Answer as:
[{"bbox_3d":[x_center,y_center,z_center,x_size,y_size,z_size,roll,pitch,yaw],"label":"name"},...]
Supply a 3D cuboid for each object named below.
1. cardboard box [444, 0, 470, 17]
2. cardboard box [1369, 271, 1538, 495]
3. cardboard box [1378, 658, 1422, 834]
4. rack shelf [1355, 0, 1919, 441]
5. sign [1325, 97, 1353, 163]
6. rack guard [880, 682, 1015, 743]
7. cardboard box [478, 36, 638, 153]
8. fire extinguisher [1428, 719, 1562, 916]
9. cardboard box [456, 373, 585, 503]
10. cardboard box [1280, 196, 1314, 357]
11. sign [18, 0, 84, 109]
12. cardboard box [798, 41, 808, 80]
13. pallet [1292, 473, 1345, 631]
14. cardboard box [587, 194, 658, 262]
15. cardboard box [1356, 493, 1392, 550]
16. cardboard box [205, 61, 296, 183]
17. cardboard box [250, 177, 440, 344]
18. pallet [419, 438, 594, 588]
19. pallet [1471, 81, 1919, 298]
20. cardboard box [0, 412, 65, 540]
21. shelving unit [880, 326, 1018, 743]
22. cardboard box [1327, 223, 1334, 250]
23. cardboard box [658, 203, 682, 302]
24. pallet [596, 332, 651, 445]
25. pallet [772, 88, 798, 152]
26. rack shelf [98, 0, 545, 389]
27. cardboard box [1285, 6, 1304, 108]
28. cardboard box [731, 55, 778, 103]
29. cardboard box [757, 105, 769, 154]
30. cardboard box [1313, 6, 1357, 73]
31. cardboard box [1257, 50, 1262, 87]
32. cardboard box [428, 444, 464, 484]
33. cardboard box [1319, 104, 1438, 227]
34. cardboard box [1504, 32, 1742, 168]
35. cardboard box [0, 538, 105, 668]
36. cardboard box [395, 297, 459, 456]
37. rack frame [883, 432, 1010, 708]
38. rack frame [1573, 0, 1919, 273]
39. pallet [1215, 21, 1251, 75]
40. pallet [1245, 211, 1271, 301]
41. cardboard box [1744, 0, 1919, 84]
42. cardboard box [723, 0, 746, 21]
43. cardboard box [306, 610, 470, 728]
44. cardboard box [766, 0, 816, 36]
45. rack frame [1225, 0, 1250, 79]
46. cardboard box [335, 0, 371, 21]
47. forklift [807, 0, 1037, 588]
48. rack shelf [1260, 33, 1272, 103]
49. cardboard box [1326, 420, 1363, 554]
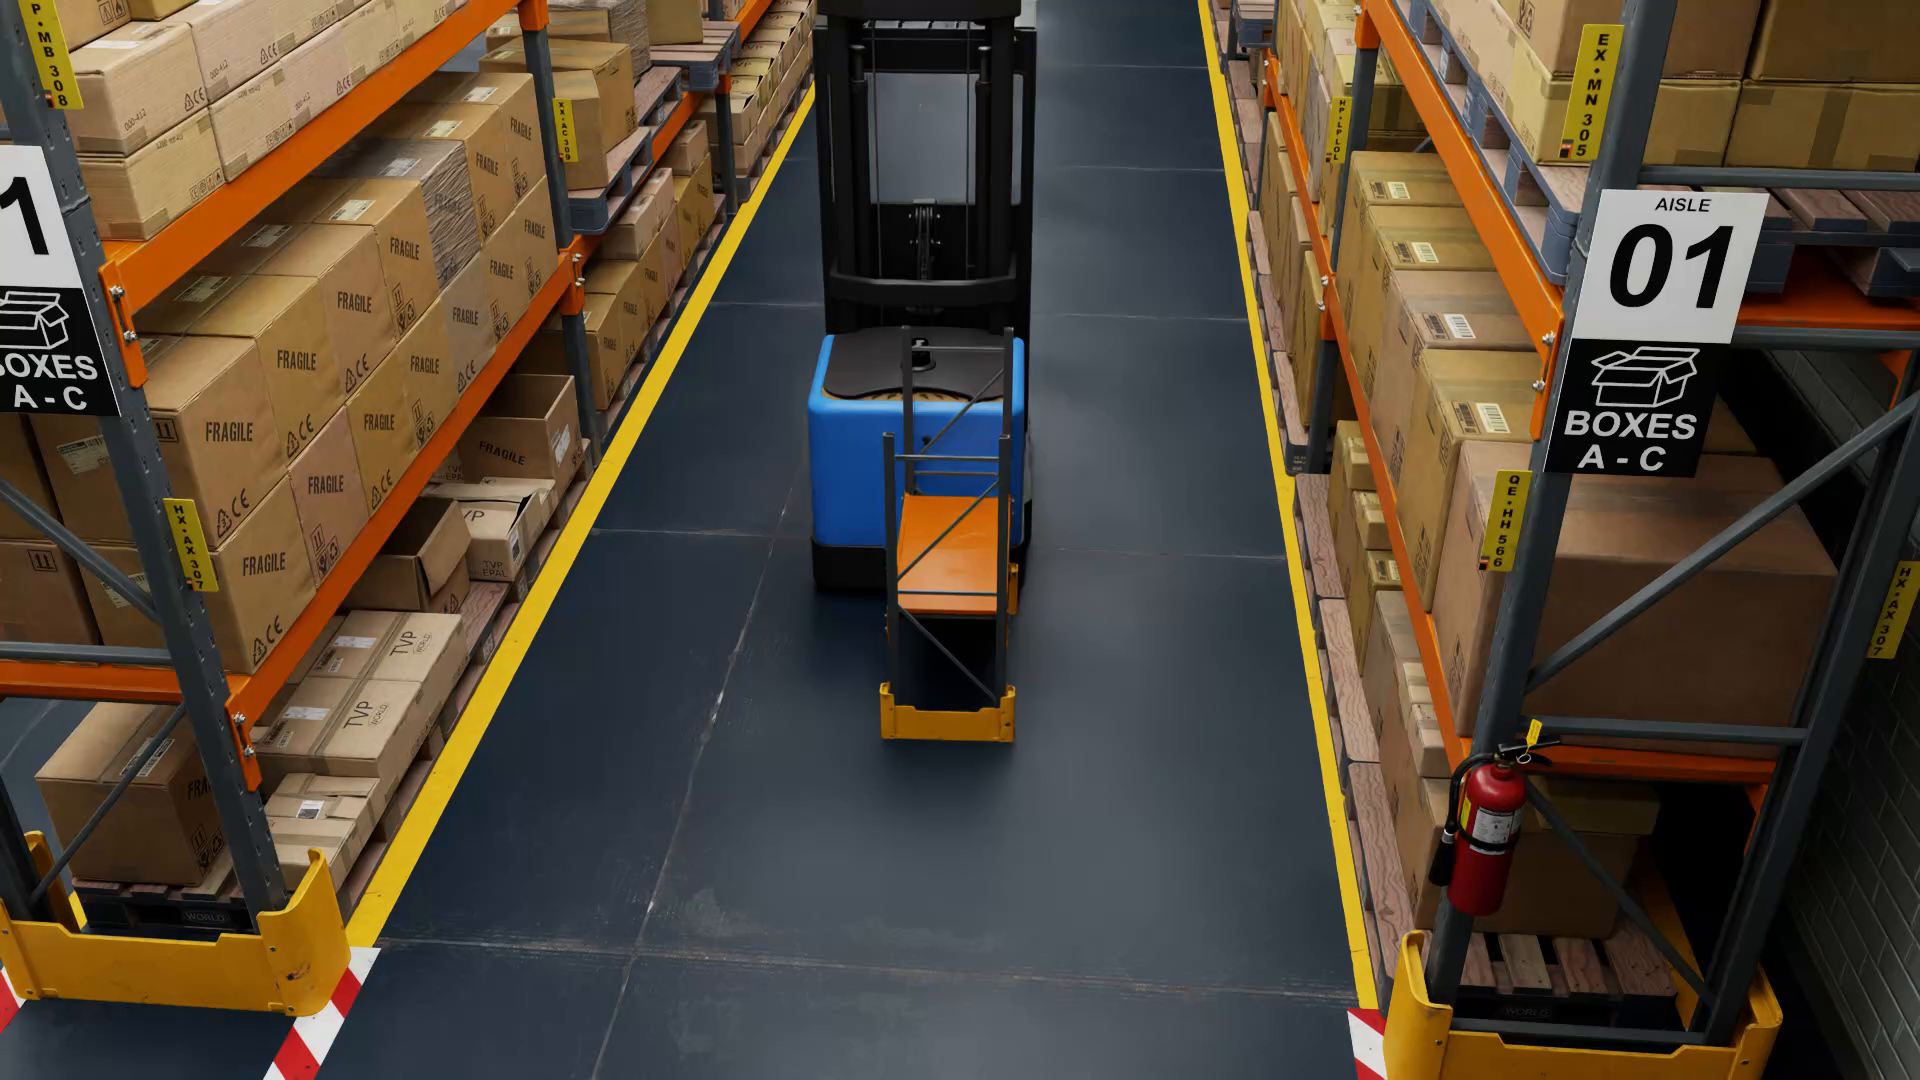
[{"bbox_3d":[-2.373,-2.415,7.093,0.500,0.250,0.500,2,32,4],"label":"cardboard box"},{"bbox_3d":[2.216,-0.601,6.580,0.980,0.700,0.700,1,32,2],"label":"cardboard box"},{"bbox_3d":[2.063,0.826,6.532,0.700,0.500,0.500,2,32,4],"label":"cardboard box"},{"bbox_3d":[2.228,-1.444,6.060,1.077,0.370,4.000,2,32,4],"label":"rack shelf"},{"bbox_3d":[1.849,-1.996,8.102,0.100,0.325,0.005,2,32,4],"label":"sign"},{"bbox_3d":[-0.054,0.756,7.285,0.587,0.250,0.087,1,32,2],"label":"rack guard"},{"bbox_3d":[-2.293,-2.550,9.533,0.700,0.500,0.500,7,32,12],"label":"cardboard box"},{"bbox_3d":[1.593,0.824,4.983,0.296,0.674,0.183,2,32,4],"label":"fire extinguisher"},{"bbox_3d":[-2.310,-0.541,8.733,0.500,0.500,0.500,2,32,4],"label":"cardboard box"},{"bbox_3d":[2.383,-1.593,10.124,0.750,0.750,0.750,3,32,5],"label":"cardboard box"},{"bbox_3d":[-2.332,-1.263,4.248,0.100,0.325,0.005,2,32,4],"label":"sign"},{"bbox_3d":[-1.683,-4.426,15.294,0.500,0.250,0.500,2,32,3],"label":"cardboard box"},{"bbox_3d":[2.251,0.063,8.447,1.003,0.211,1.213,2,32,4],"label":"pallet"},{"bbox_3d":[-2.183,-1.936,10.281,0.500,0.250,0.500,3,32,4],"label":"cardboard box"},{"bbox_3d":[1.976,-0.079,7.382,0.380,0.149,0.250,2,32,3],"label":"cardboard box"},{"bbox_3d":[-2.524,-1.369,5.395,0.500,0.250,0.500,2,32,4],"label":"cardboard box"},{"bbox_3d":[-2.452,-1.126,6.670,0.500,0.500,0.500,2,32,4],"label":"cardboard box"},{"bbox_3d":[-2.604,-0.182,8.844,1.003,0.211,1.213,2,32,4],"label":"pallet"},{"bbox_3d":[2.115,-1.055,4.828,1.003,0.211,1.213,2,32,4],"label":"pallet"},{"bbox_3d":[-3.110,-0.349,5.410,0.500,0.500,0.500,2,32,4],"label":"cardboard box"},{"bbox_3d":[-0.033,-0.037,7.380,0.587,1.500,1.083,1,32,2],"label":"shelving unit"},{"bbox_3d":[2.136,-1.609,8.722,0.380,0.149,0.250,3,32,4],"label":"cardboard box"},{"bbox_3d":[-2.142,-1.899,10.935,0.500,0.500,0.500,1,32,2],"label":"cardboard box"},{"bbox_3d":[-2.518,-0.968,10.120,1.003,0.211,1.213,2,32,4],"label":"pallet"},{"bbox_3d":[-2.013,-3.698,14.549,1.003,0.211,1.213,2,32,4],"label":"pallet"},{"bbox_3d":[-2.710,-1.653,6.400,1.077,0.370,4.000,2,32,4],"label":"rack shelf"},{"bbox_3d":[2.328,-3.012,10.381,0.500,0.500,0.500,2,32,4],"label":"cardboard box"},{"bbox_3d":[-1.808,-3.870,13.856,0.500,0.311,0.500,2,32,3],"label":"cardboard box"},{"bbox_3d":[-1.846,-3.352,13.551,0.500,0.250,0.500,2,32,3],"label":"cardboard box"},{"bbox_3d":[2.267,-2.804,9.329,0.500,0.250,0.500,3,32,5],"label":"cardboard box"},{"bbox_3d":[3.007,-4.167,14.616,0.700,0.500,0.500,2,32,3],"label":"cardboard box"},{"bbox_3d":[-2.797,-0.561,8.944,0.500,0.311,0.500,2,32,4],"label":"cardboard box"},{"bbox_3d":[2.177,-1.949,8.655,0.500,0.500,0.500,2,32,3],"label":"cardboard box"},{"bbox_3d":[1.860,-1.256,4.717,0.500,0.250,0.500,3,32,5],"label":"cardboard box"},{"bbox_3d":[-3.107,0.075,5.674,0.500,0.500,0.500,3,32,5],"label":"cardboard box"},{"bbox_3d":[-2.451,-0.694,6.921,0.500,0.500,0.500,3,32,5],"label":"cardboard box"},{"bbox_3d":[-0.054,0.225,6.956,0.500,1.500,0.032,1,32,2],"label":"rack frame"},{"bbox_3d":[2.065,-1.981,3.387,1.000,3.000,0.127,2,32,4],"label":"rack frame"},{"bbox_3d":[3.061,-4.867,16.447,1.003,0.211,1.213,2,32,4],"label":"pallet"},{"bbox_3d":[2.577,-2.014,11.817,1.003,0.211,1.213,2,32,4],"label":"pallet"},{"bbox_3d":[2.365,-1.552,4.483,0.500,0.500,0.500,1,32,2],"label":"cardboard box"},{"bbox_3d":[-1.955,-4.241,12.858,0.500,0.311,0.500,2,32,3],"label":"cardboard box"},{"bbox_3d":[-2.464,0.551,7.198,0.500,0.250,0.500,2,32,4],"label":"cardboard box"},{"bbox_3d":[-1.643,-4.934,15.584,0.500,0.311,0.500,2,32,4],"label":"cardboard box"},{"bbox_3d":[3.042,-5.702,15.143,1.000,3.000,0.127,2,32,4],"label":"rack frame"},{"bbox_3d":[-2.444,-2.104,6.113,0.500,0.250,0.500,2,32,4],"label":"cardboard box"},{"bbox_3d":[-0.162,-1.738,8.777,1.130,2.935,3.031,1,32,2],"label":"forklift"},{"bbox_3d":[2.879,-4.350,13.635,1.077,0.370,4.000,2,32,4],"label":"rack shelf"},{"bbox_3d":[2.228,-0.247,8.273,0.700,0.500,0.500,3,32,5],"label":"cardboard box"}]
